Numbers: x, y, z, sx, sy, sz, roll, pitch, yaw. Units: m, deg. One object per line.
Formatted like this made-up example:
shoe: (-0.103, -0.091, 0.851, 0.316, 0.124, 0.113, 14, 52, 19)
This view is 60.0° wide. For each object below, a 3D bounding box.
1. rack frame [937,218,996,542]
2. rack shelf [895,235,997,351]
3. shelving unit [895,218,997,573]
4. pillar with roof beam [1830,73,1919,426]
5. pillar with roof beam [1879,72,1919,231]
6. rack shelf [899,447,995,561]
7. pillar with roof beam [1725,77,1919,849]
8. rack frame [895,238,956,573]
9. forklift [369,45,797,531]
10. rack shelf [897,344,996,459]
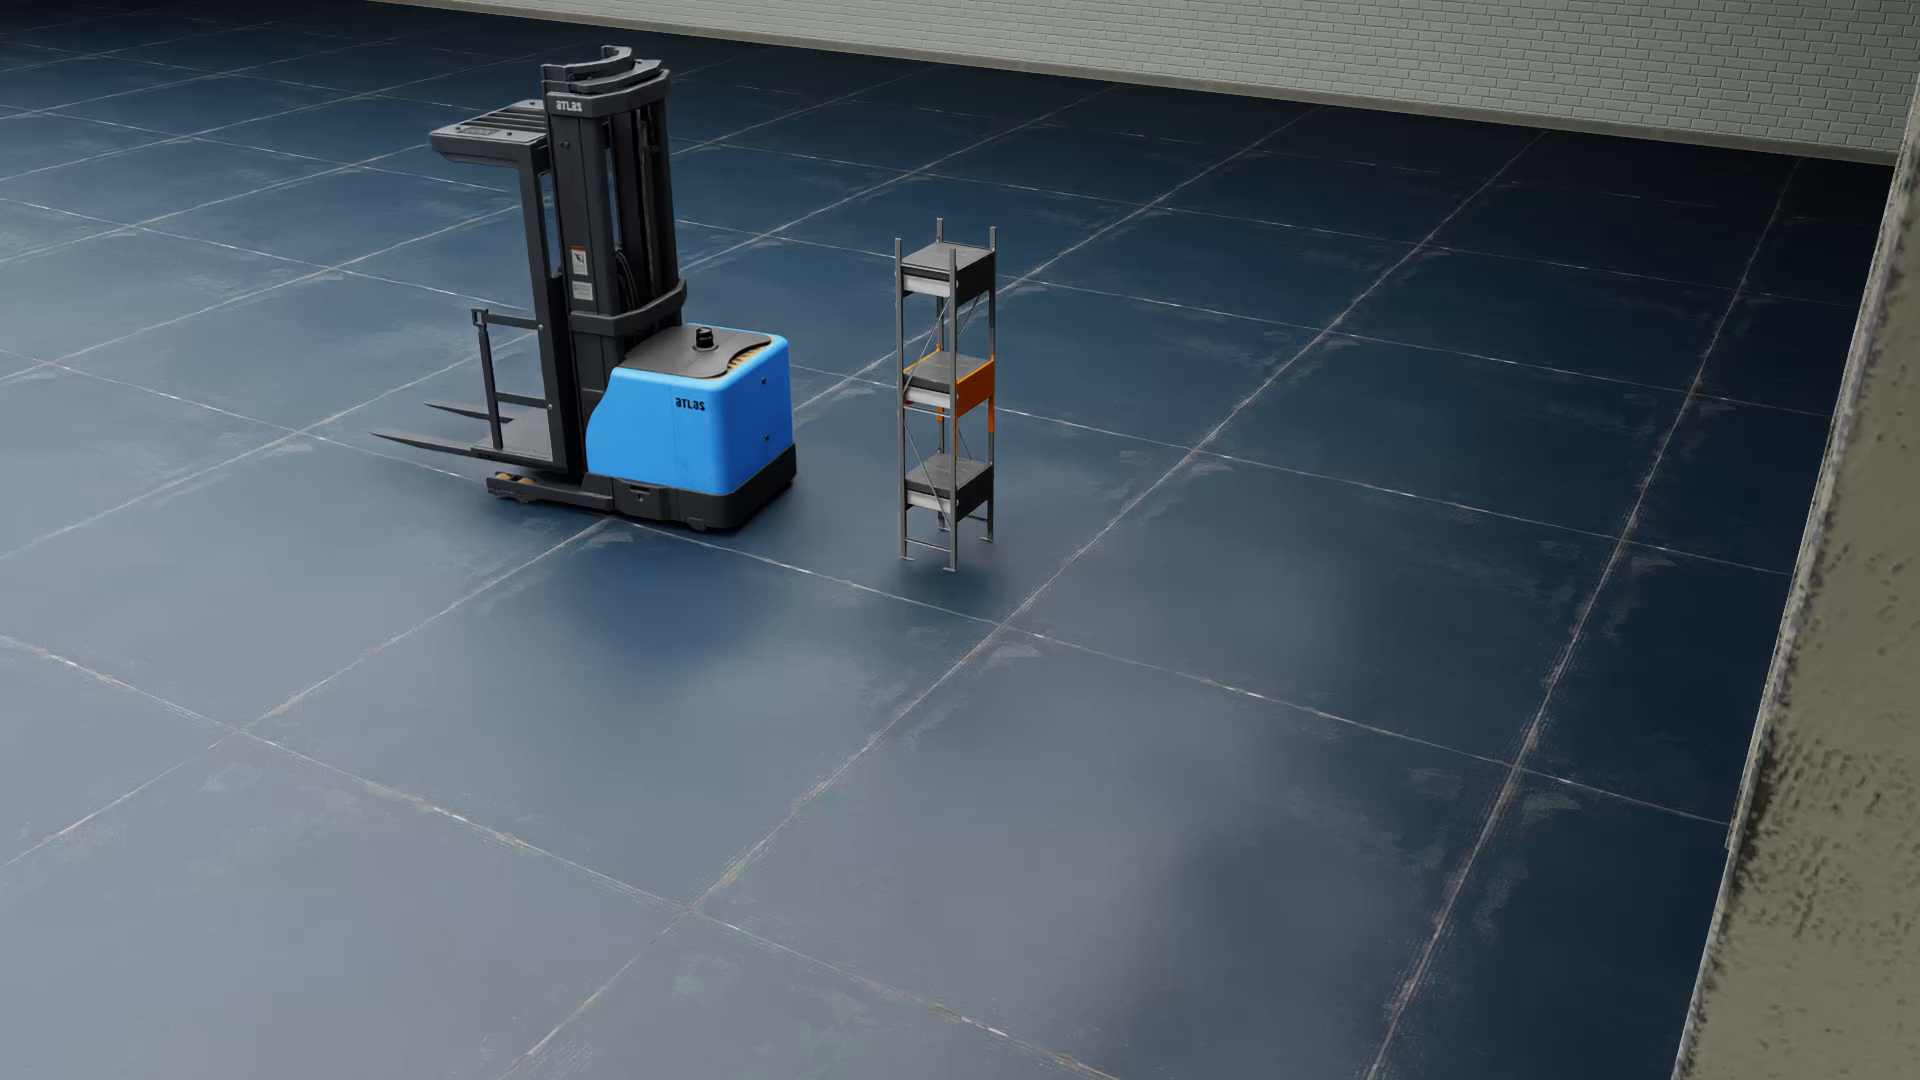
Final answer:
rack frame: (0.039, -0.970, 10.481, 0.400, 2.100, 0.015, 14, 30, 26)
rack shelf: (-0.081, -1.488, 9.984, 0.431, 0.518, 0.480, 14, 30, 26)
shelving unit: (-0.081, -0.874, 10.291, 0.431, 2.100, 0.503, 14, 30, 26)
pillar with roof beam: (3.090, -5.882, 12.587, 9.100, 9.000, 0.400, 14, 30, 26)
pillar with roof beam: (6.042, -8.220, 17.258, 9.100, 9.000, 0.400, 14, 30, 26)
rack shelf: (-0.081, -0.236, 10.611, 0.431, 0.518, 0.480, 14, 30, 26)
pillar with roof beam: (0.138, -3.544, 7.916, 9.100, 9.000, 0.400, 14, 30, 26)
rack frame: (-0.201, -0.779, 10.101, 0.400, 2.100, 0.015, 14, 30, 26)
forklift: (-2.715, -1.774, 11.160, 3.031, 2.935, 1.130, 10, 28, 19)
rack shelf: (-0.081, -0.862, 10.297, 0.431, 0.518, 0.480, 14, 30, 26)
